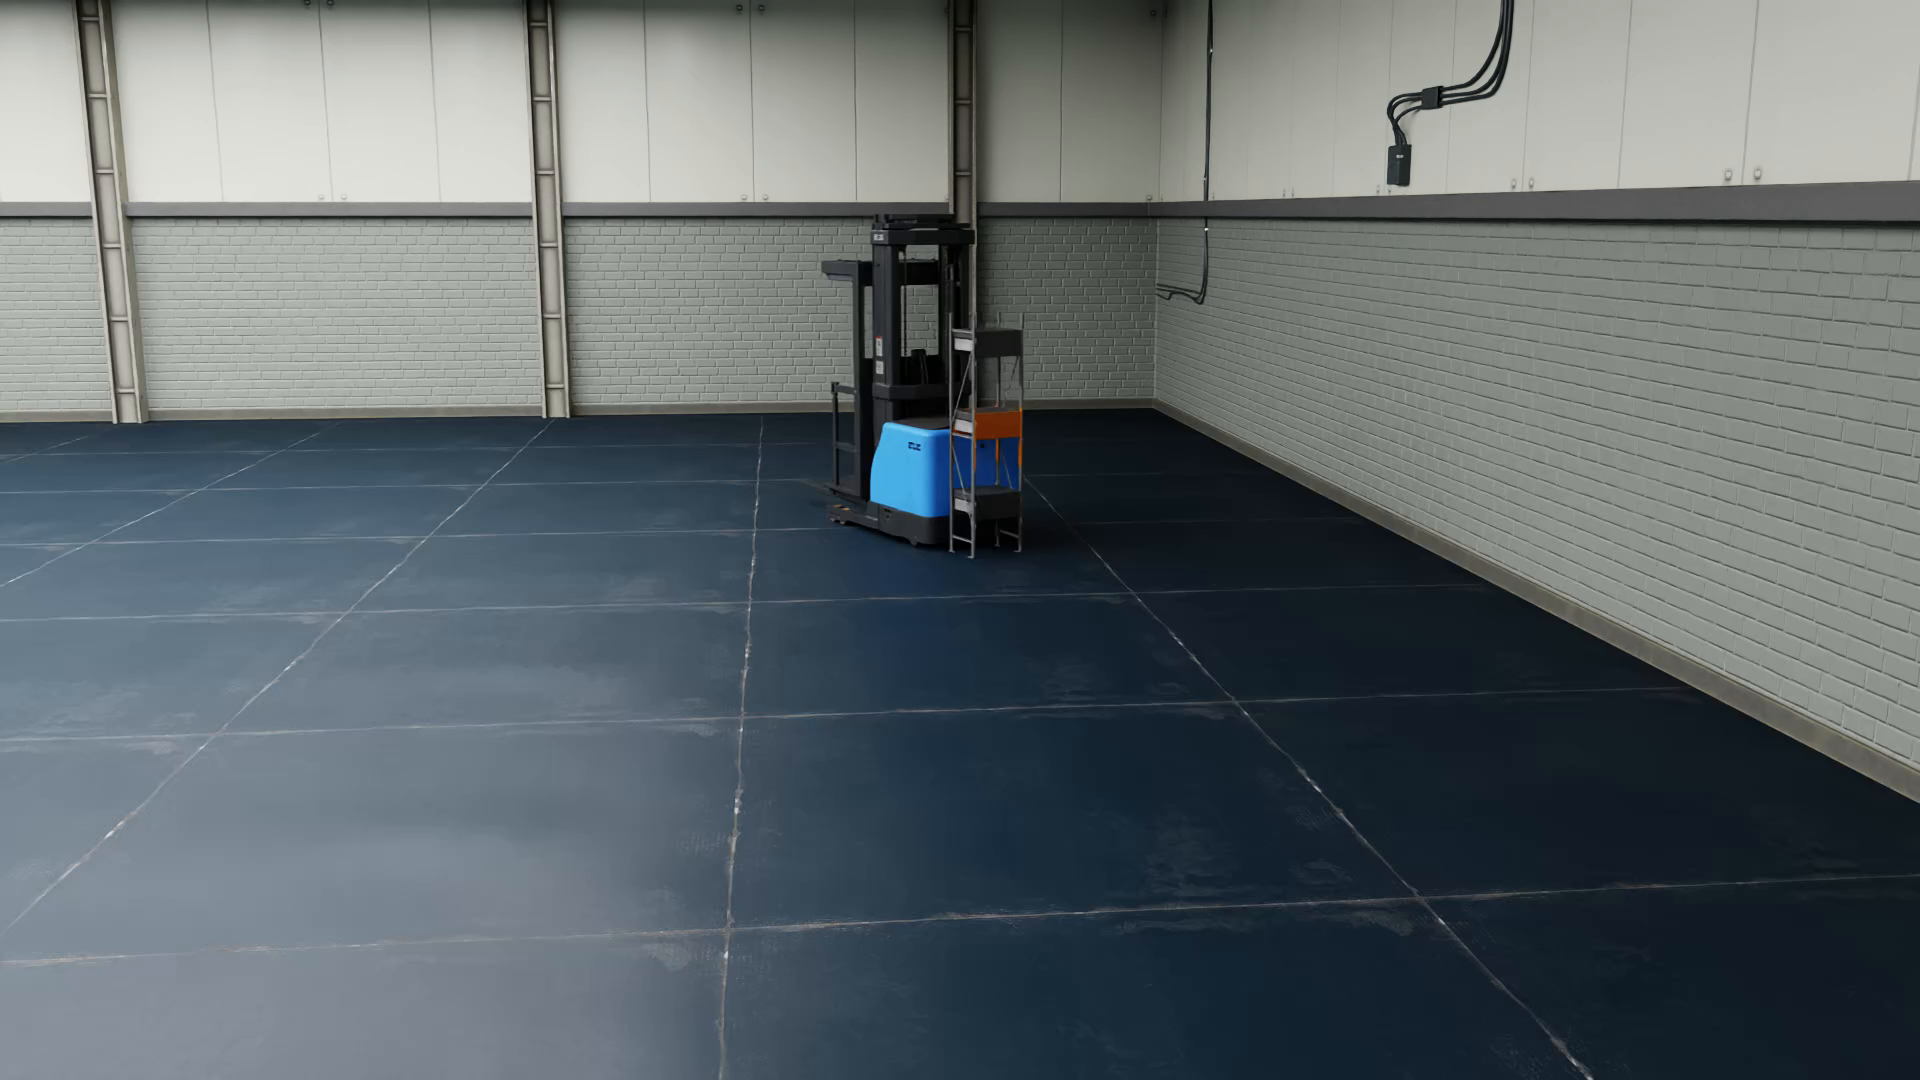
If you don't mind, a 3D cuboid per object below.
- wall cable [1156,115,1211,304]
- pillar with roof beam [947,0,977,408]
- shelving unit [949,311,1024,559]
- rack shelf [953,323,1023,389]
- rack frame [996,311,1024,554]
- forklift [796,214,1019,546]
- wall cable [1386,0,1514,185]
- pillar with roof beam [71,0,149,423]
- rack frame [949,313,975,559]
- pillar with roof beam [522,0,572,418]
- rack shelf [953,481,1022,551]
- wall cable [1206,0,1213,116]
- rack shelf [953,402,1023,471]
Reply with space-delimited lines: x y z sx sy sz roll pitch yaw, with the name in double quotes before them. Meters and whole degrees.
"wall cable" 3.104 -4.646 23.603 0.112 2.526 3.097 -1 11 -6
"pillar with roof beam" 0.497 -5.536 20.082 0.400 9.000 9.100 -1 11 -6
"shelving unit" 0.228 -0.920 14.488 0.503 2.100 0.431 -7 13 -31
"rack shelf" 0.228 -1.594 14.355 0.480 0.518 0.431 -7 13 -31
"rack frame" 0.436 -0.945 14.612 0.015 2.100 0.400 -7 13 -31
"forklift" -0.634 -1.625 15.916 1.130 2.935 3.031 -7 13 -31
"wall cable" 4.113 -6.017 13.713 0.169 6.003 2.305 -1 11 -6
"pillar with roof beam" -11.433 -5.286 18.810 0.400 9.000 9.100 -1 11 -6
"rack frame" 0.019 -0.896 14.363 0.015 2.100 0.400 -7 13 -31
"pillar with roof beam" -5.468 -5.411 19.446 0.400 9.000 9.100 -1 11 -6
"rack shelf" 0.228 -0.220 14.625 0.480 0.518 0.431 -7 13 -31
"wall cable" 3.396 -6.605 20.477 0.112 2.526 3.097 -1 11 -6
"rack shelf" 0.228 -0.907 14.490 0.480 0.518 0.431 -7 13 -31
